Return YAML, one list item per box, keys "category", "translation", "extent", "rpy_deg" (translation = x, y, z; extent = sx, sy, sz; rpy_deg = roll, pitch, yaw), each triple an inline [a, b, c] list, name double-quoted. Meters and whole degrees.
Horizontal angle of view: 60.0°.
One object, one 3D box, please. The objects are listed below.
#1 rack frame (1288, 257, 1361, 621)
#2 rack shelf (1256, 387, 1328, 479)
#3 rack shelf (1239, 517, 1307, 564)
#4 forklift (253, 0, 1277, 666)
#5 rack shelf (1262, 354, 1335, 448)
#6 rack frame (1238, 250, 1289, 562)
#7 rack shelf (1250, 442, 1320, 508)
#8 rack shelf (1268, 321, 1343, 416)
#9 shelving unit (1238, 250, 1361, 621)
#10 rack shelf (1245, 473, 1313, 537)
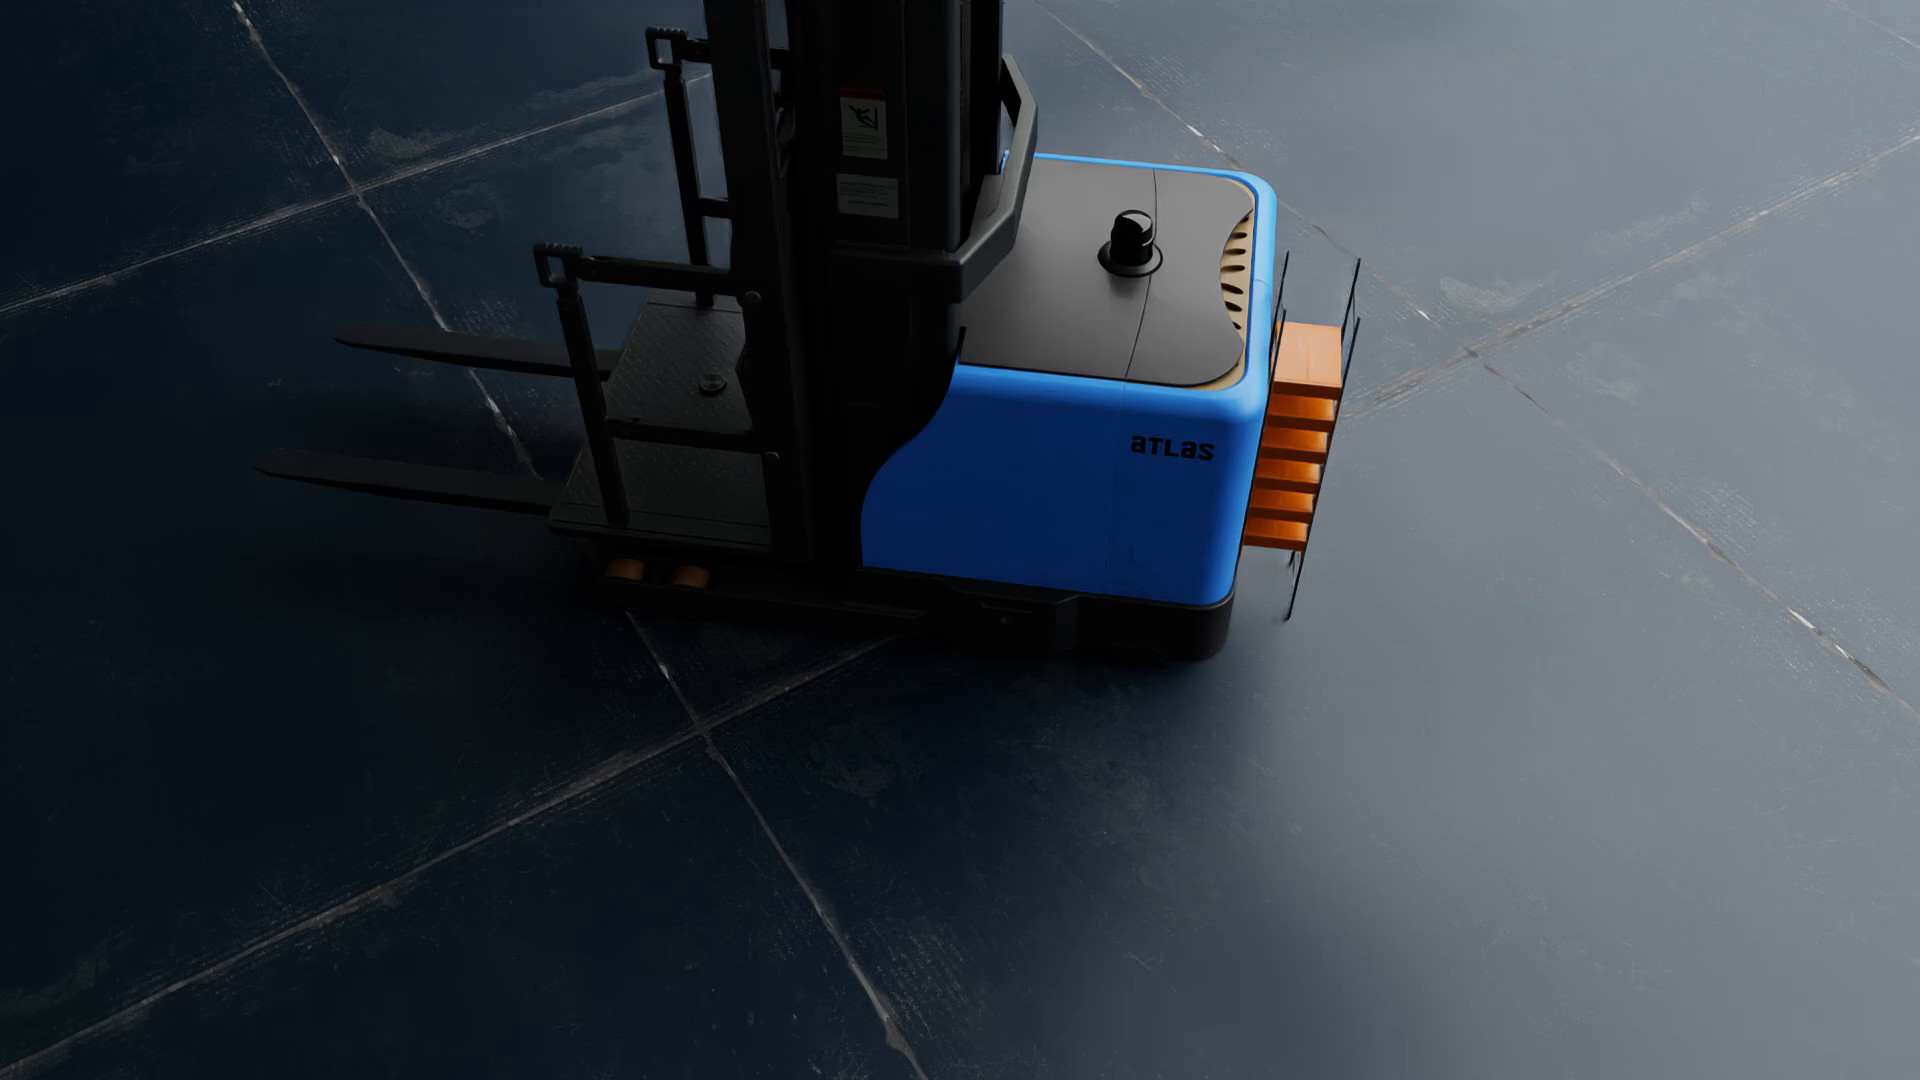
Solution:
- category: "rack frame"
  translation: [1.013, -0.243, 4.663]
  extent: [0.006, 1.200, 0.240]
  rpy_deg: [7, 49, 6]
- category: "rack shelf"
  translation: [0.923, -0.304, 4.616]
  extent: [0.180, 0.103, 0.258]
  rpy_deg: [7, 49, 6]
- category: "rack shelf"
  translation: [0.923, -0.065, 4.885]
  extent: [0.180, 0.103, 0.258]
  rpy_deg: [7, 49, 6]
- category: "forklift"
  translation: [-0.647, -1.124, 4.288]
  extent: [3.031, 2.935, 1.130]
  rpy_deg: [7, 49, 6]
- category: "rack shelf"
  translation: [0.923, -0.384, 4.526]
  extent: [0.180, 0.103, 0.258]
  rpy_deg: [7, 49, 6]
- category: "rack frame"
  translation: [0.832, -0.264, 4.682]
  extent: [0.006, 1.200, 0.240]
  rpy_deg: [7, 49, 6]
- category: "rack shelf"
  translation: [0.923, -0.224, 4.706]
  extent: [0.180, 0.103, 0.258]
  rpy_deg: [7, 49, 6]
- category: "rack shelf"
  translation: [0.923, -0.464, 4.437]
  extent: [0.180, 0.103, 0.258]
  rpy_deg: [7, 49, 6]
- category: "shelving unit"
  translation: [0.923, -0.254, 4.673]
  extent: [0.189, 1.200, 0.258]
  rpy_deg: [7, 49, 6]
- category: "rack shelf"
  translation: [0.923, -0.144, 4.795]
  extent: [0.180, 0.103, 0.258]
  rpy_deg: [7, 49, 6]
